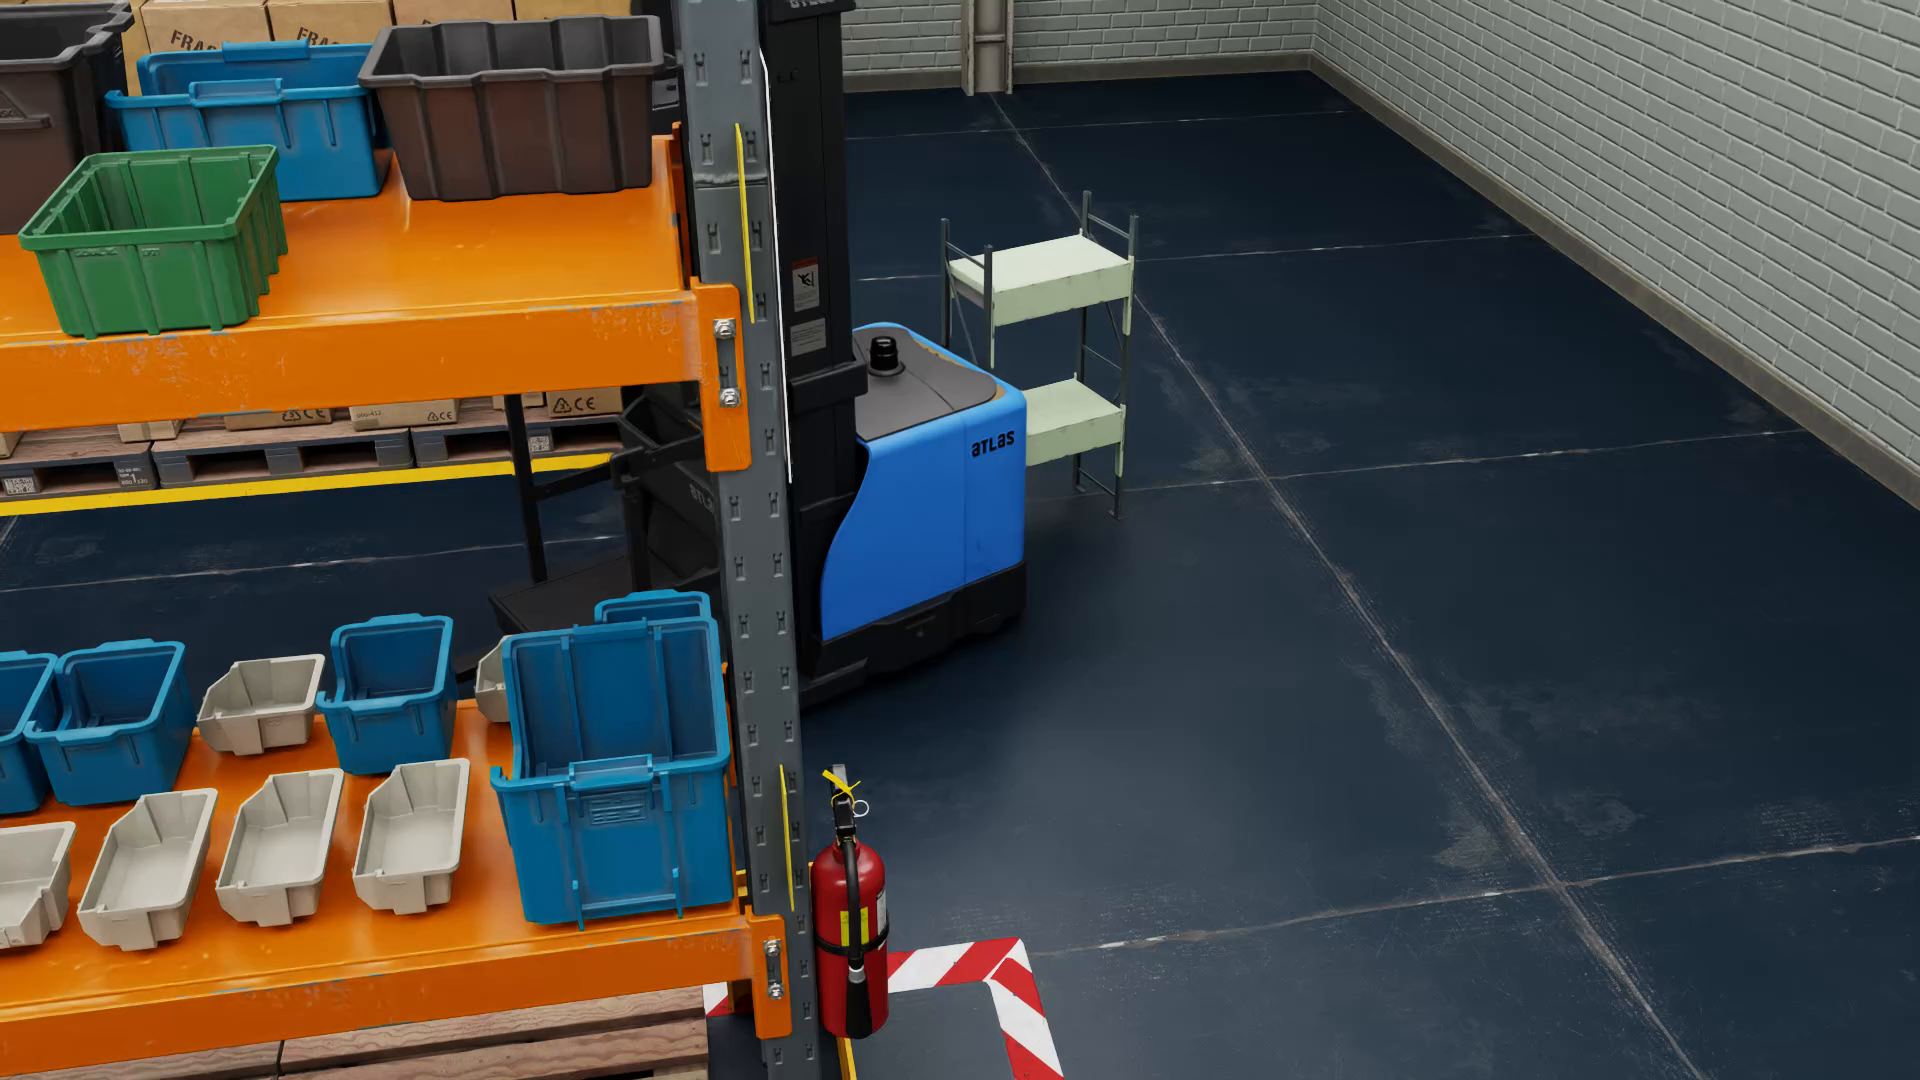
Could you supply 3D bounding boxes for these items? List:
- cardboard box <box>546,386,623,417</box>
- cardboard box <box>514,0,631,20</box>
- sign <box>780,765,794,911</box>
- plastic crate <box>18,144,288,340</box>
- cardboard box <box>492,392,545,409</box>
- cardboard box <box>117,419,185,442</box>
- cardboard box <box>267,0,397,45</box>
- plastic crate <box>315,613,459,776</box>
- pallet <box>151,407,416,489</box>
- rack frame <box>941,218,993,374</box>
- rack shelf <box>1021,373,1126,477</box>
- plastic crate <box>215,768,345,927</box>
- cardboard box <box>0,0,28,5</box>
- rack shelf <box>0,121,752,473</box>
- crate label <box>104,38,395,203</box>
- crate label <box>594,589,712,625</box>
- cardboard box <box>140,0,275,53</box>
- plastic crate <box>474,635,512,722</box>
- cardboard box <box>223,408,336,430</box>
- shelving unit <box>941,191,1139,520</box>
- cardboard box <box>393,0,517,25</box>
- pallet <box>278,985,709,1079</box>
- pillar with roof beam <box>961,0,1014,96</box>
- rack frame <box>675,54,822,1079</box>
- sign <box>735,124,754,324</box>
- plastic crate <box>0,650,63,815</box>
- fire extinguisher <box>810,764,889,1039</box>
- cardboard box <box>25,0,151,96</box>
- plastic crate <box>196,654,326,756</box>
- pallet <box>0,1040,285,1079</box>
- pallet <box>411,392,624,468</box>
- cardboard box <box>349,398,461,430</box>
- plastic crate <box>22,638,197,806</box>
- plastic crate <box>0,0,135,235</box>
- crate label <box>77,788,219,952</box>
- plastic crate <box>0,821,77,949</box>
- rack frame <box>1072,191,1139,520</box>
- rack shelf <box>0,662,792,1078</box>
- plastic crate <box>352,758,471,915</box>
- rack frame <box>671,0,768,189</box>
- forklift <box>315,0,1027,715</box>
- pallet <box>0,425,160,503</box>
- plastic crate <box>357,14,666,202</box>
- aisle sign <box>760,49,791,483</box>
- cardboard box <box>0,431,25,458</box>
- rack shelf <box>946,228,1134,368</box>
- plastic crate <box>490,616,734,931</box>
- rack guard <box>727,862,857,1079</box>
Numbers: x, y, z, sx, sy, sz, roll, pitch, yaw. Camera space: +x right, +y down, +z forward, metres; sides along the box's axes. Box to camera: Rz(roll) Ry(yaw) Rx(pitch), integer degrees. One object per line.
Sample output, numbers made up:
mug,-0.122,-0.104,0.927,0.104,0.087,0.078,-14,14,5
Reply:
cardboard box,-1.863,-0.975,8.481,0.500,0.500,0.500,-5,31,-9
cardboard box,-1.761,-2.332,7.671,0.500,0.500,0.500,-6,31,-9
sign,-0.369,0.637,3.546,0.005,0.325,0.100,-5,31,-9
plastic crate,-1.403,-0.535,2.950,0.336,0.188,0.450,-5,31,-9
cardboard box,-2.278,-0.839,8.579,0.250,0.166,0.380,-5,31,-9
cardboard box,-4.006,-0.653,8.262,0.250,0.166,0.380,-5,31,-9
cardboard box,-2.767,-2.236,7.507,0.500,0.500,0.500,-4,31,-8
plastic crate,-1.434,0.399,4.217,0.300,0.233,0.416,-5,31,-9
pallet,-3.429,-0.643,8.636,1.213,0.211,1.003,-5,31,-9
rack frame,0.026,-0.645,7.368,0.023,1.500,0.400,-16,34,-25
rack shelf,0.344,-0.456,7.690,0.720,0.370,0.431,-16,34,-25
plastic crate,-1.541,0.706,3.790,0.243,0.136,0.396,-5,31,-9
cardboard box,-4.286,-2.094,7.267,0.500,0.500,0.500,-6,31,-10
rack shelf,-2.451,-0.366,3.163,4.000,0.370,1.077,-5,31,-9
crate label,-1.450,-0.871,3.460,0.502,0.251,0.408,-5,31,-9
crate label,-0.786,0.339,4.320,0.303,0.233,0.416,-5,31,-9
cardboard box,-3.272,-2.189,7.428,0.500,0.500,0.500,-4,31,-7
plastic crate,-1.117,0.369,4.364,0.298,0.136,0.250,-5,31,-9
cardboard box,-3.460,-0.958,8.448,0.637,0.503,0.797,-5,31,-9
shelving unit,0.344,-0.737,7.525,0.755,1.500,0.431,-16,34,-25
cardboard box,-2.258,-2.285,7.592,0.500,0.500,0.500,-4,31,-8
pallet,-1.302,1.693,4.663,1.213,0.211,1.003,-5,31,-9
pillar with roof beam,1.007,-5.622,8.434,0.400,9.000,9.100,-5,31,-9
rack frame,-0.484,0.435,4.052,0.127,3.000,1.000,-5,31,-9
sign,-0.369,-0.541,2.854,0.005,0.325,0.100,-5,31,-9
plastic crate,-2.377,0.487,4.069,0.300,0.233,0.416,-5,31,-9
fire extinguisher,-0.254,0.842,3.804,0.183,0.674,0.296,-5,31,-9
cardboard box,-3.780,-2.141,7.347,0.500,0.500,0.500,-6,31,-10
plastic crate,-1.784,0.431,4.259,0.298,0.136,0.250,-5,31,-9
pallet,-2.500,1.802,4.477,1.213,0.211,1.003,-5,31,-9
pallet,-2.231,-0.753,8.823,1.213,0.211,1.003,-5,31,-9
cardboard box,-2.803,-0.796,8.422,0.500,0.250,0.500,-5,31,-9
plastic crate,-2.081,0.460,4.115,0.300,0.233,0.416,-5,31,-9
plastic crate,-2.036,-0.829,3.303,0.767,0.338,0.504,-5,31,-9
crate label,-1.811,0.744,3.726,0.243,0.136,0.396,-5,31,-9
plastic crate,-2.099,0.780,3.665,0.250,0.136,0.298,-5,31,-9
rack frame,0.661,-0.830,7.682,0.023,1.500,0.400,-16,34,-25
rack shelf,-2.451,0.927,3.923,4.000,0.370,1.077,-5,31,-9
plastic crate,-1.254,0.687,3.823,0.243,0.136,0.396,-5,31,-9
rack frame,-0.484,-2.151,2.531,0.127,3.000,1.000,-5,31,-9
forklift,-1.202,-0.670,5.998,3.031,2.935,1.130,-21,36,-31
pallet,-4.631,-0.530,8.444,1.213,0.211,1.003,-5,31,-9
plastic crate,-0.913,-0.906,3.501,0.590,0.269,0.497,-5,31,-9
aisle sign,-0.360,-0.547,3.155,0.004,0.787,0.394,-5,31,-9
cardboard box,-4.855,-0.631,8.083,0.500,0.311,0.500,-5,31,-9
rack shelf,0.344,-1.074,7.327,0.720,0.370,0.431,-16,34,-25
plastic crate,-0.780,0.517,3.817,0.499,0.435,0.616,-5,31,-9
rack guard,-0.463,1.503,4.700,0.348,0.500,1.175,-5,31,-9
